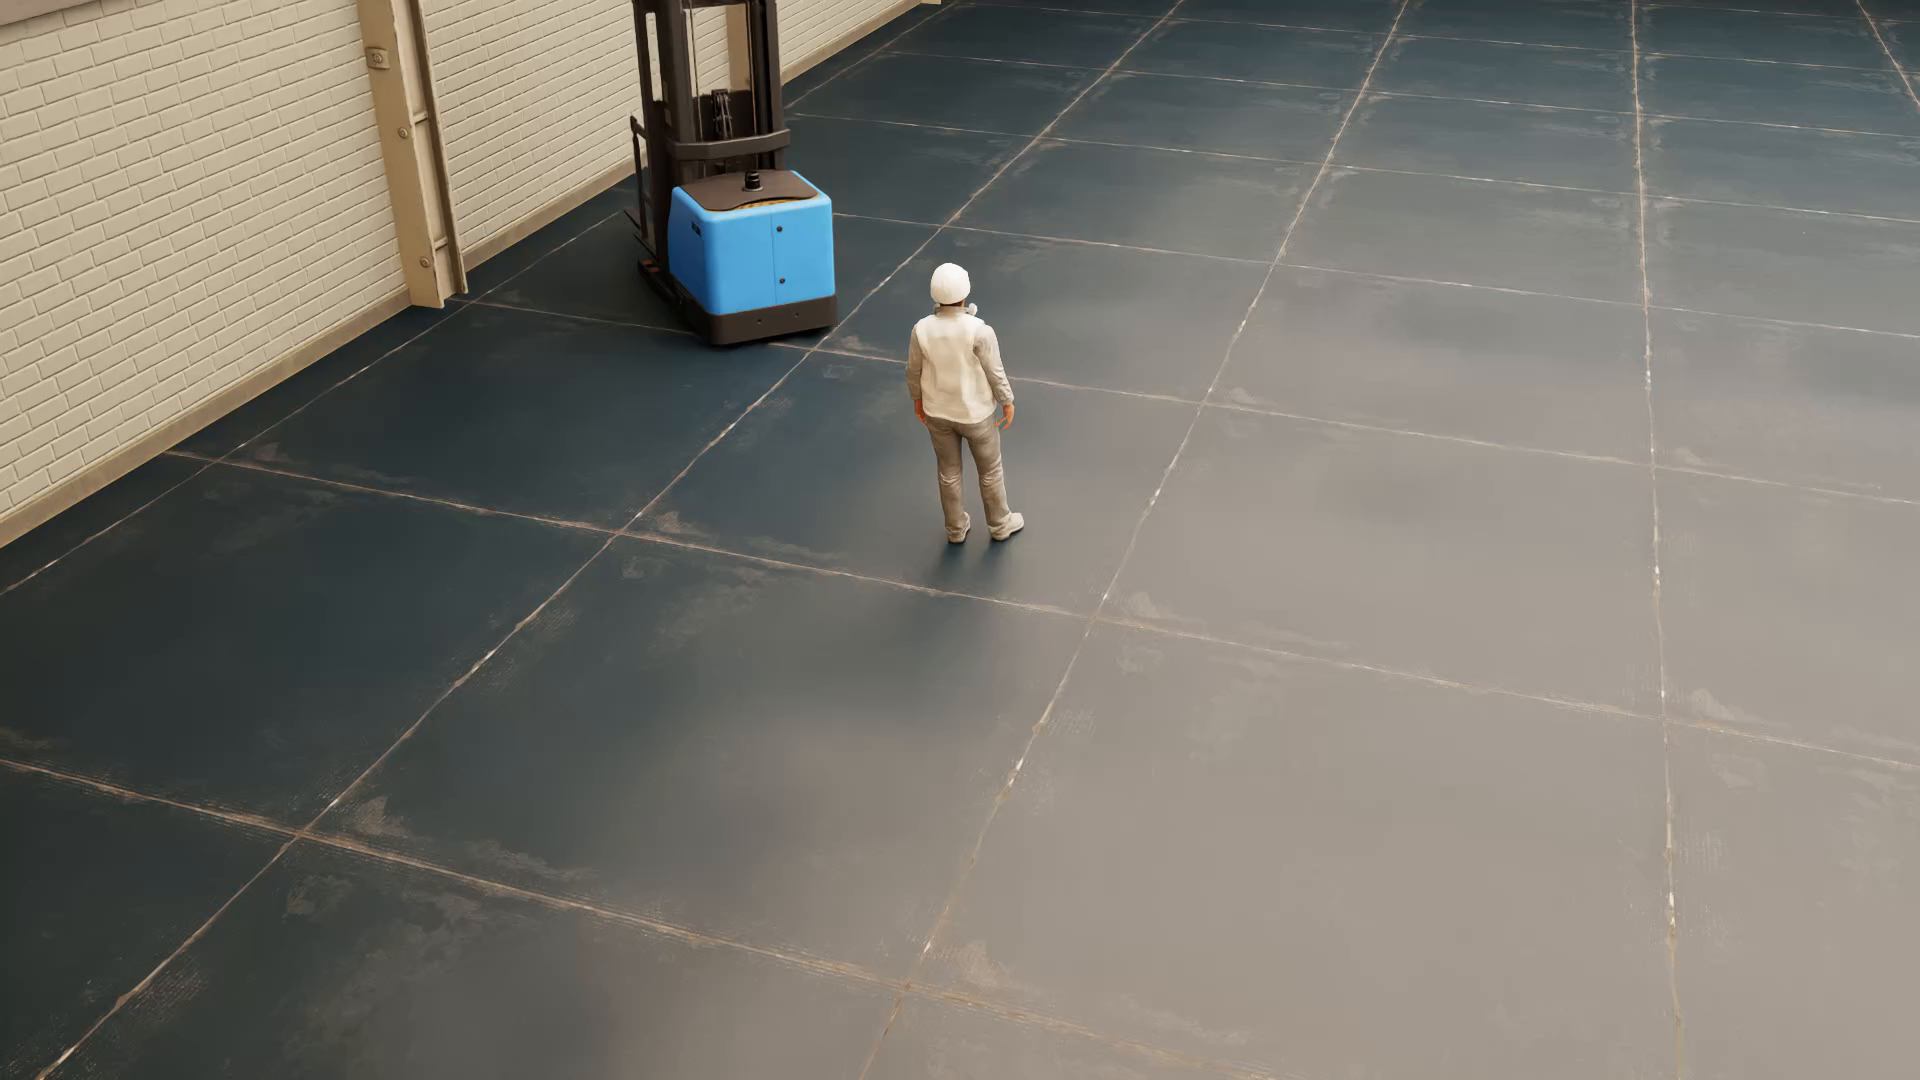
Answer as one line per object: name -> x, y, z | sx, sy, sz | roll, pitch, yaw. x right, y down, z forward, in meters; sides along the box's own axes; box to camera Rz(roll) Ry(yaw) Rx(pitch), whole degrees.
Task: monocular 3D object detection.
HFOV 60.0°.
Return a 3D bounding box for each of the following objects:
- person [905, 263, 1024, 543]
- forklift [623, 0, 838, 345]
person -> 0.028, -0.805, 9.702 | 0.632, 1.773, 0.568 | 10, 31, 16
forklift -> -2.044, -3.450, 13.189 | 1.130, 2.935, 3.031 | -13, 32, -22
